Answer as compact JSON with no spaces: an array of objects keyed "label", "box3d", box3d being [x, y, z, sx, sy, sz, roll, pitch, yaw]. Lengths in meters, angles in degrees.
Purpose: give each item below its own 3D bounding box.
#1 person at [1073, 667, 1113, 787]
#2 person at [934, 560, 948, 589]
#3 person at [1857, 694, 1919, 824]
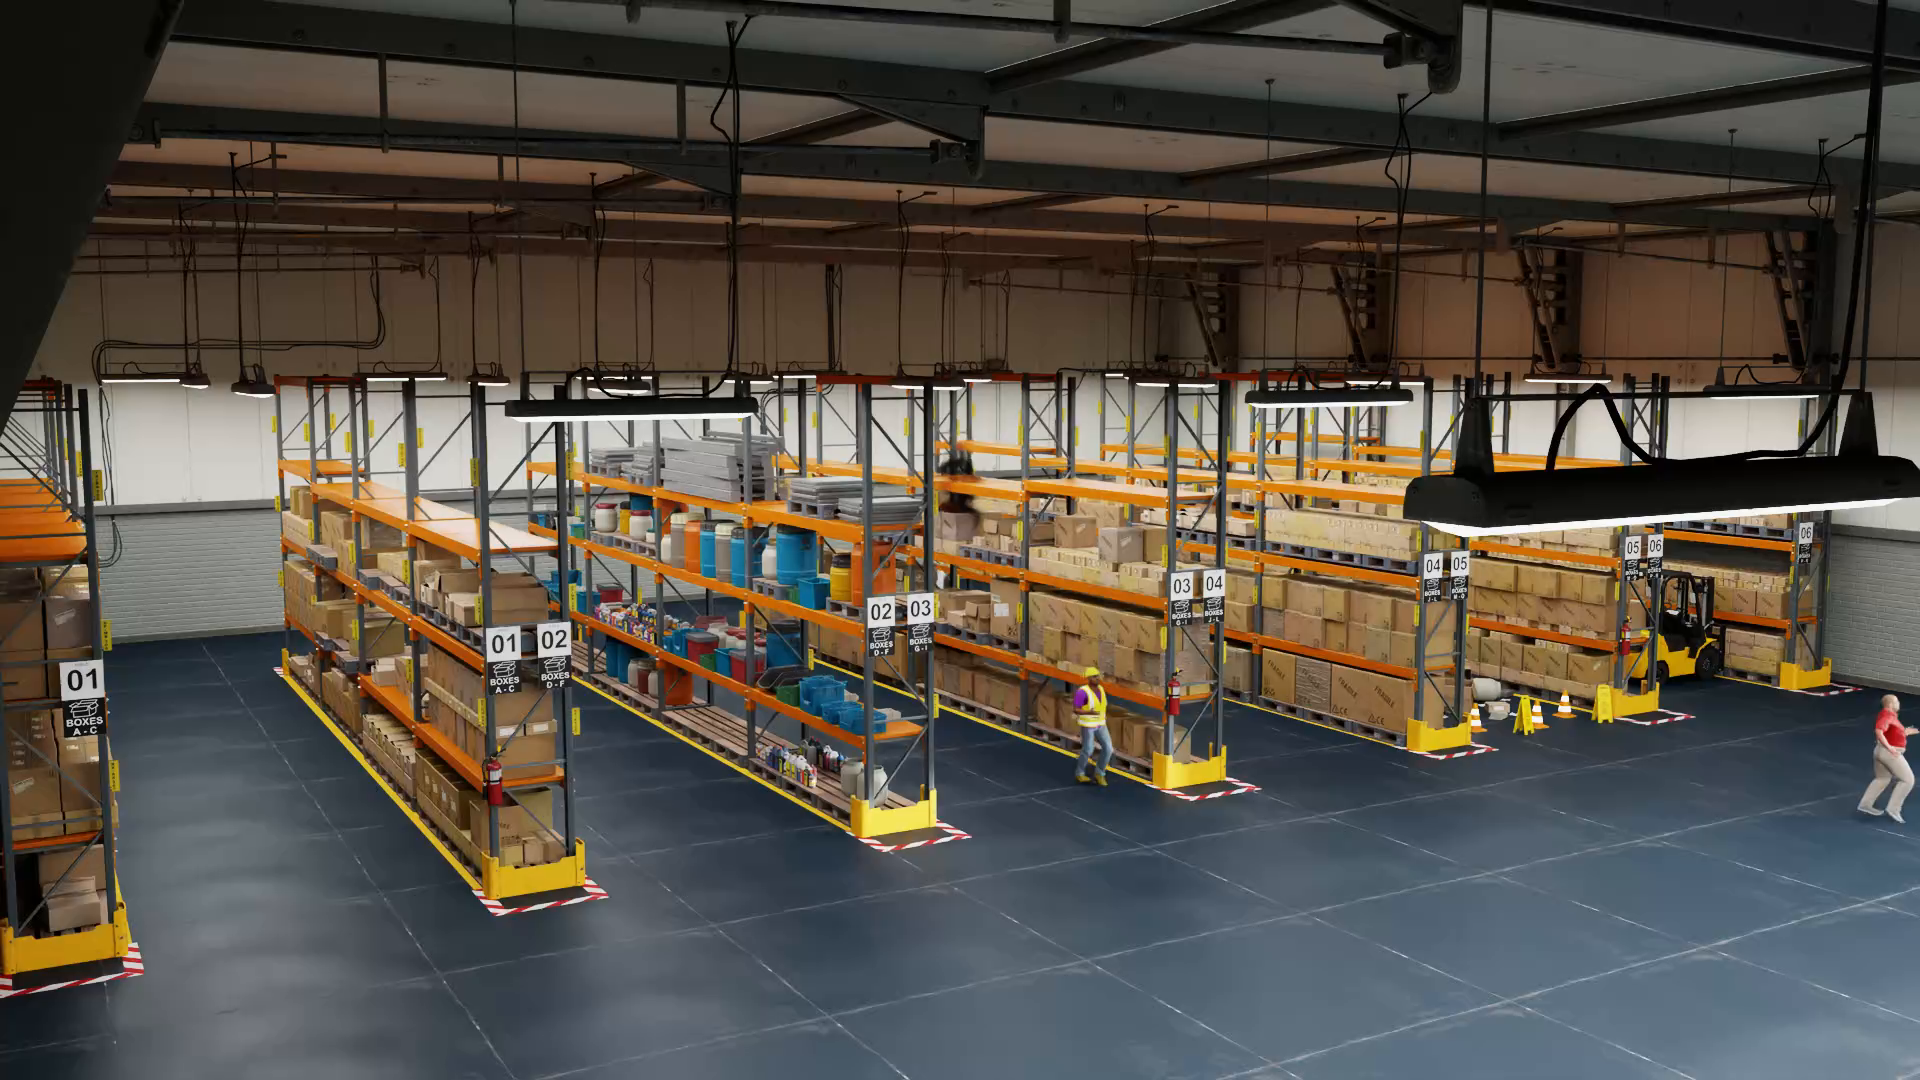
[{"label":"person","box3d":[1.970,2.782,24.574,0.677,1.826,0.677,-4,8,-34]},{"label":"person","box3d":[-0.547,1.291,38.050,0.719,1.710,0.807,-2,7,-21]},{"label":"person","box3d":[12.754,3.001,22.776,0.714,1.790,0.637,1,6,11]}]
